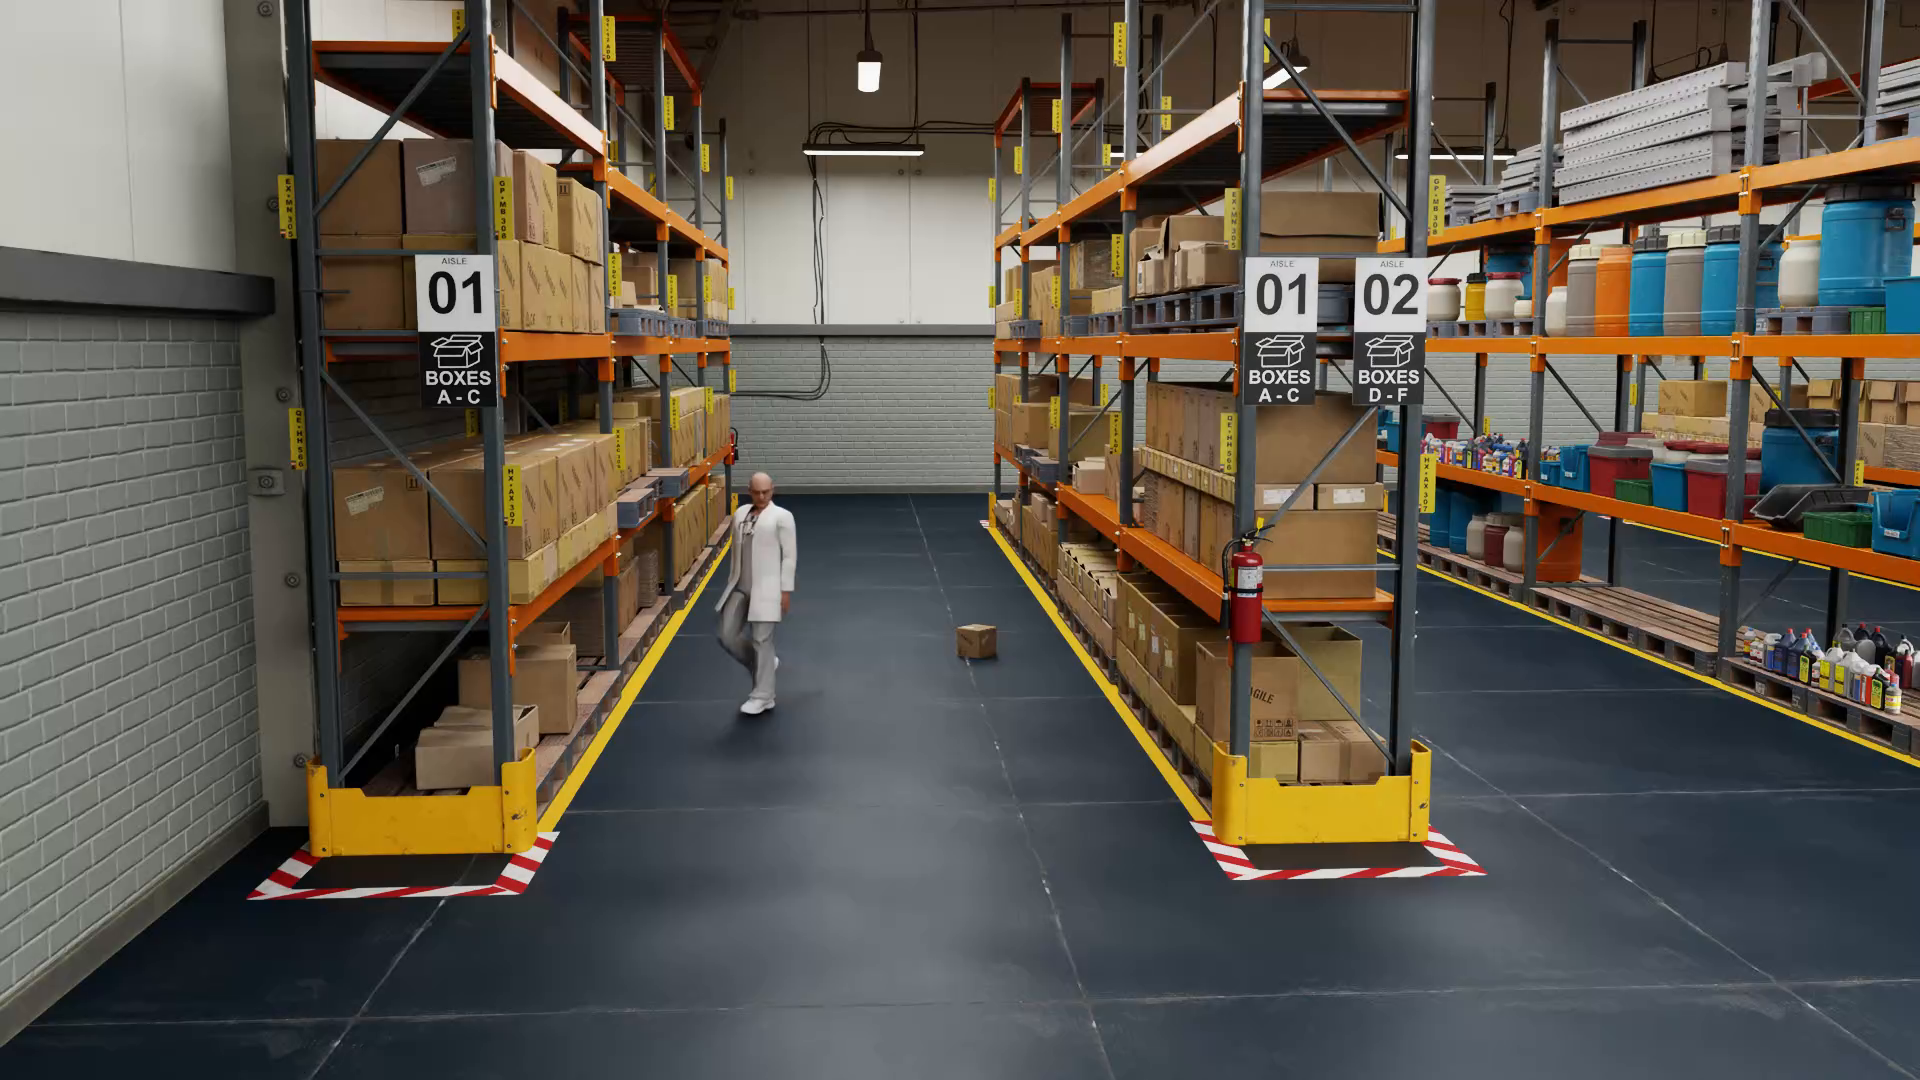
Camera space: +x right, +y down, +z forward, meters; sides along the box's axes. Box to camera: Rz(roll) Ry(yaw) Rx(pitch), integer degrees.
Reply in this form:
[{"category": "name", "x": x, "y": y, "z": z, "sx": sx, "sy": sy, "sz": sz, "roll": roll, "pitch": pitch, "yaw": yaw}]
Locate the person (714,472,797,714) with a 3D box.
[{"category": "person", "x": -1.513, "y": 0.379, "z": 12.415, "sx": 0.606, "sy": 1.777, "sz": 0.578, "roll": 4, "pitch": 8, "yaw": 30}]
